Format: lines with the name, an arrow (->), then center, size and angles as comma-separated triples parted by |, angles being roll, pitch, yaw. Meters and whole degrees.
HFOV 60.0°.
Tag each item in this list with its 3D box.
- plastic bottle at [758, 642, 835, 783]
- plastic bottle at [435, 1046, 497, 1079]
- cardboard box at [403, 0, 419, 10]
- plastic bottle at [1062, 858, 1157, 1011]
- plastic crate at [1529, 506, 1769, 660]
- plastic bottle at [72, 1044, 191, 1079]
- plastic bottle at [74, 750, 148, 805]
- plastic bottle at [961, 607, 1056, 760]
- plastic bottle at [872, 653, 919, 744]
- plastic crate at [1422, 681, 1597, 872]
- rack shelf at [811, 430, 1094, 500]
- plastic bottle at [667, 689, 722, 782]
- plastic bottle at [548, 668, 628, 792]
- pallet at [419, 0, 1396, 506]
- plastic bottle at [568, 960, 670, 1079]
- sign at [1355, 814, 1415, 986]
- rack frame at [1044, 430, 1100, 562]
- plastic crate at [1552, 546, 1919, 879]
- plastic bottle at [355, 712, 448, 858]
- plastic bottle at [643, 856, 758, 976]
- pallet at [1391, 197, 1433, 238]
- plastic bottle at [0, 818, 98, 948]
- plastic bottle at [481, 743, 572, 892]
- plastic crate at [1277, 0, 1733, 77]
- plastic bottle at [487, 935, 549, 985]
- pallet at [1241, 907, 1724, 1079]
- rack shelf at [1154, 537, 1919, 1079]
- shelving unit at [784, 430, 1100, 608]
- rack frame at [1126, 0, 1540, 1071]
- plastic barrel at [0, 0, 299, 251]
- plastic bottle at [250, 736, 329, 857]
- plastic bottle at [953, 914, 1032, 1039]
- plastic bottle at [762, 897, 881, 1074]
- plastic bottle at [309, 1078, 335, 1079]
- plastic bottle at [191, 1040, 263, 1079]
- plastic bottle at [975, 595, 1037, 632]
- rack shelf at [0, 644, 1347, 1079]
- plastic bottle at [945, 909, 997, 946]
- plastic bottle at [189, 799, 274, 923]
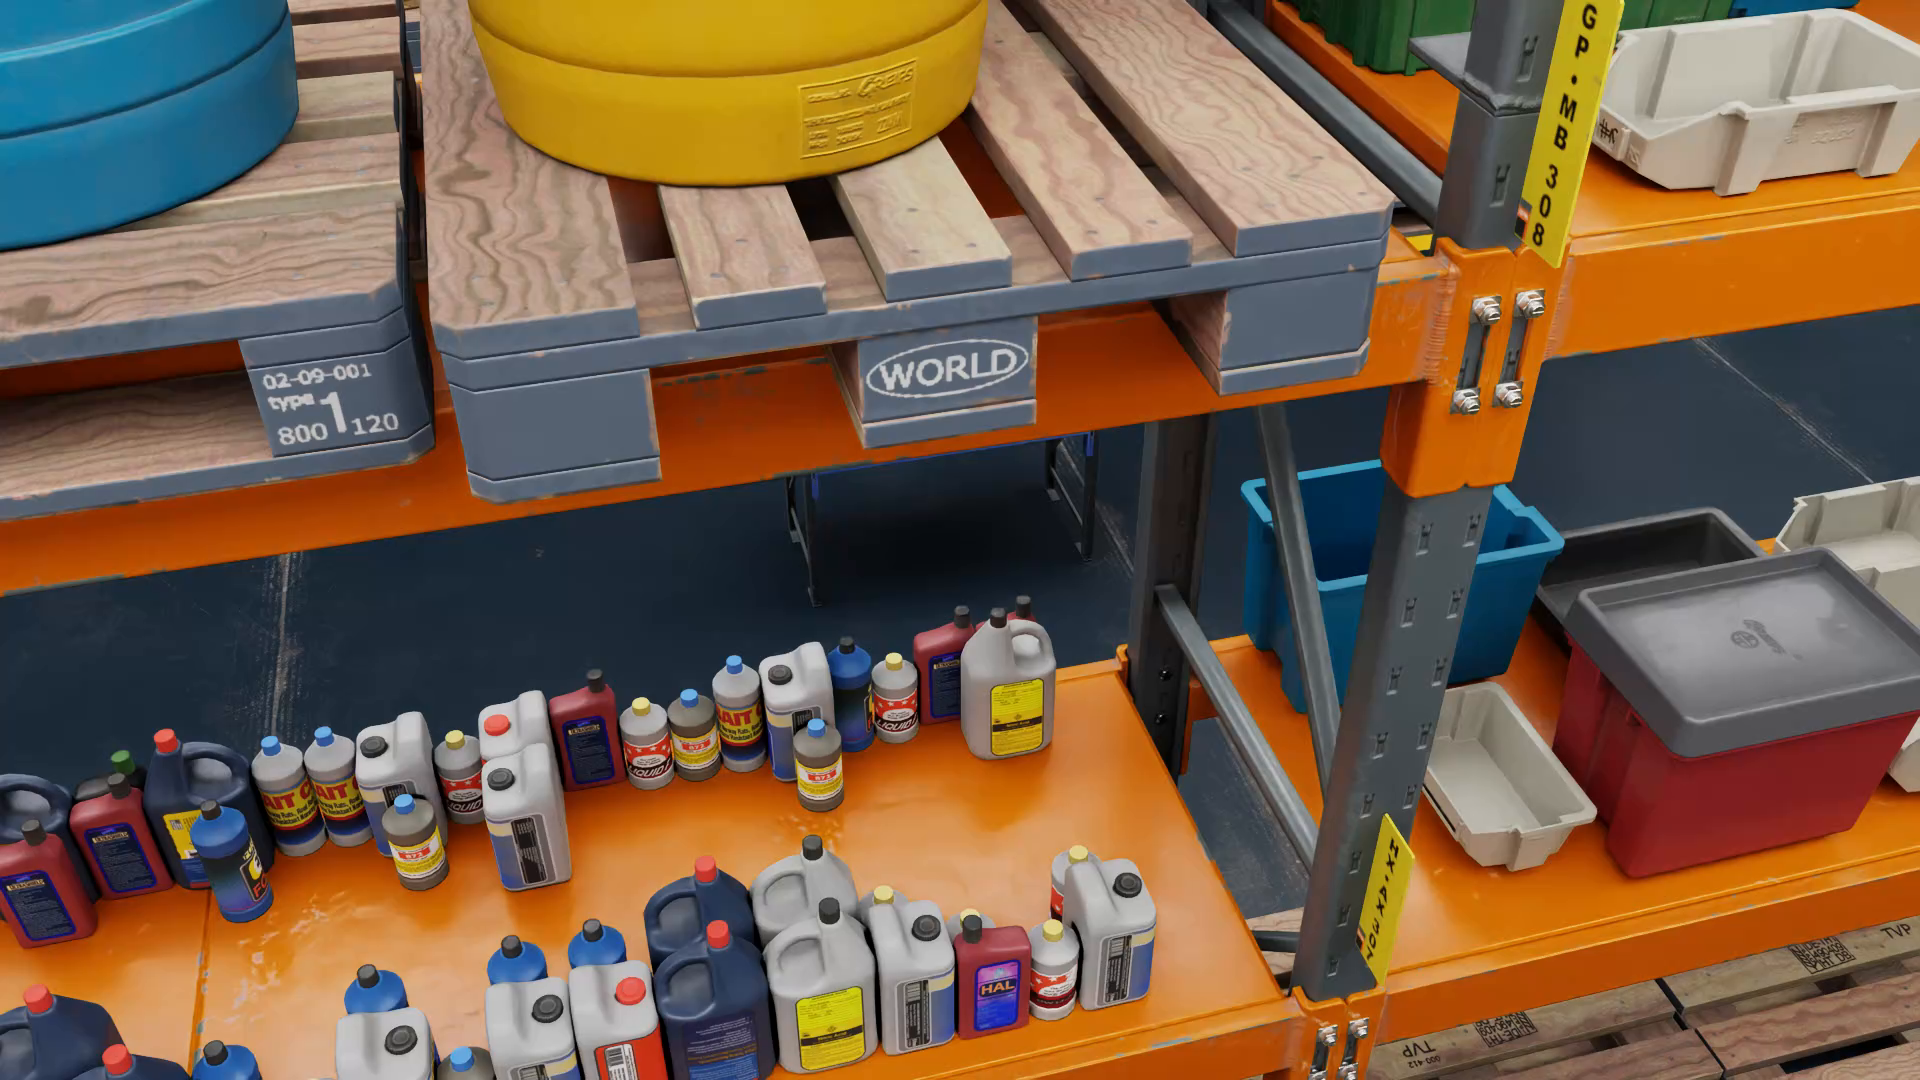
plastic bottle -> -0.336, 0.346, 3.431 | 0.135, 0.276, 0.152 | -9, 38, -12
plastic bottle -> -0.807, 0.913, 2.751 | 0.097, 0.201, 0.097 | 0, 37, 0
cardboard box -> -2.414, -2.408, 6.501 | 0.500, 0.500, 0.700 | -19, 41, -23
plastic bottle -> 0.267, 0.690, 2.981 | 0.135, 0.276, 0.152 | -9, 38, -12
plastic crate -> 1.574, 0.139, 3.776 | 0.590, 0.125, 0.437 | -9, 38, -12
plastic bottle -> -1.302, 0.920, 2.618 | 0.185, 0.351, 0.144 | -9, 38, -12
plastic bottle -> -1.608, 0.523, 3.193 | 0.133, 0.283, 0.061 | -9, 38, -12
plastic bottle -> 0.100, 0.280, 3.455 | 0.185, 0.351, 0.144 | -9, 38, -12
plastic bottle -> -0.137, 0.326, 3.519 | 0.097, 0.201, 0.097 | 0, 37, 0
plastic crate -> 1.050, 0.480, 3.322 | 0.243, 0.136, 0.396 | -9, 38, -12
rack shelf -> -0.082, -0.439, 5.886 | 1.000, 0.185, 0.538 | -9, 38, -12
plastic bottle -> -0.549, 0.393, 3.431 | 0.097, 0.201, 0.097 | 0, 37, 0
plastic bottle -> -0.759, 0.384, 3.376 | 0.133, 0.283, 0.061 | -9, 38, -12
pallet -> -0.168, -0.546, 2.182 | 1.003, 0.211, 1.213 | -9, 38, -12
plastic bottle -> -0.572, 0.828, 2.801 | 0.135, 0.276, 0.152 | -9, 38, -12
sign -> 0.705, 0.602, 2.767 | 0.005, 0.325, 0.100 | -9, 38, -12
rack frame -> 0.408, -0.663, 5.882 | 0.032, 1.500, 0.500 | -9, 38, -12
plastic crate -> 1.491, 0.345, 3.228 | 0.583, 0.464, 0.402 | -9, 38, -12
plastic bottle -> -1.101, 0.471, 3.267 | 0.135, 0.276, 0.152 | -9, 38, -12
plastic bottle -> -0.455, 0.691, 2.919 | 0.185, 0.351, 0.144 | -9, 38, -12
pallet -> 2.294, -1.904, 8.566 | 1.213, 0.211, 1.003 | -9, 38, -12
plastic bottle -> -1.700, 0.629, 3.055 | 0.133, 0.283, 0.061 | -9, 38, -12
plastic bottle -> -0.837, 0.524, 3.198 | 0.135, 0.276, 0.152 | -9, 38, -12
plastic crate -> 0.894, -0.963, 2.745 | 0.662, 0.188, 0.450 | -9, 38, -12
plastic bottle -> -0.753, 0.781, 2.866 | 0.097, 0.271, 0.097 | 0, 37, 0
pallet -> 1.263, 1.357, 4.302 | 1.213, 0.211, 1.003 | -9, 38, -12
rack shelf -> 2.494, 0.358, 3.906 | 4.000, 0.370, 1.077 | -9, 38, -12
shelving unit -> -0.082, -0.582, 5.777 | 1.048, 1.500, 0.538 | -9, 38, -12
rack frame -> 0.563, 0.389, 3.273 | 0.127, 3.000, 1.000 | -9, 38, -12
plastic barrel -> -1.044, -0.808, 1.611 | 0.708, 0.901, 0.600 | -9, 38, -12
plastic bottle -> -1.314, 0.491, 3.245 | 0.097, 0.271, 0.097 | 0, 37, 0
plastic bottle -> 0.056, 0.751, 2.896 | 0.133, 0.283, 0.061 | -9, 38, -12
plastic bottle -> -0.239, 0.746, 2.847 | 0.185, 0.351, 0.144 | -9, 38, -12
plastic bottle -> -1.031, 0.950, 2.703 | 0.097, 0.201, 0.097 | 0, 37, 0
plastic bottle -> -1.176, 0.908, 2.701 | 0.097, 0.271, 0.097 | 0, 37, 0
plastic bottle -> 0.098, 0.243, 3.559 | 0.133, 0.283, 0.061 | -9, 38, -12
rack shelf -> -1.367, 0.991, 3.077 | 4.000, 0.370, 1.077 | -9, 38, -12
plastic bottle -> 0.018, 0.740, 2.978 | 0.097, 0.201, 0.097 | 0, 37, 0
plastic bottle -> -1.370, 0.591, 3.115 | 0.097, 0.271, 0.097 | 0, 37, 0
